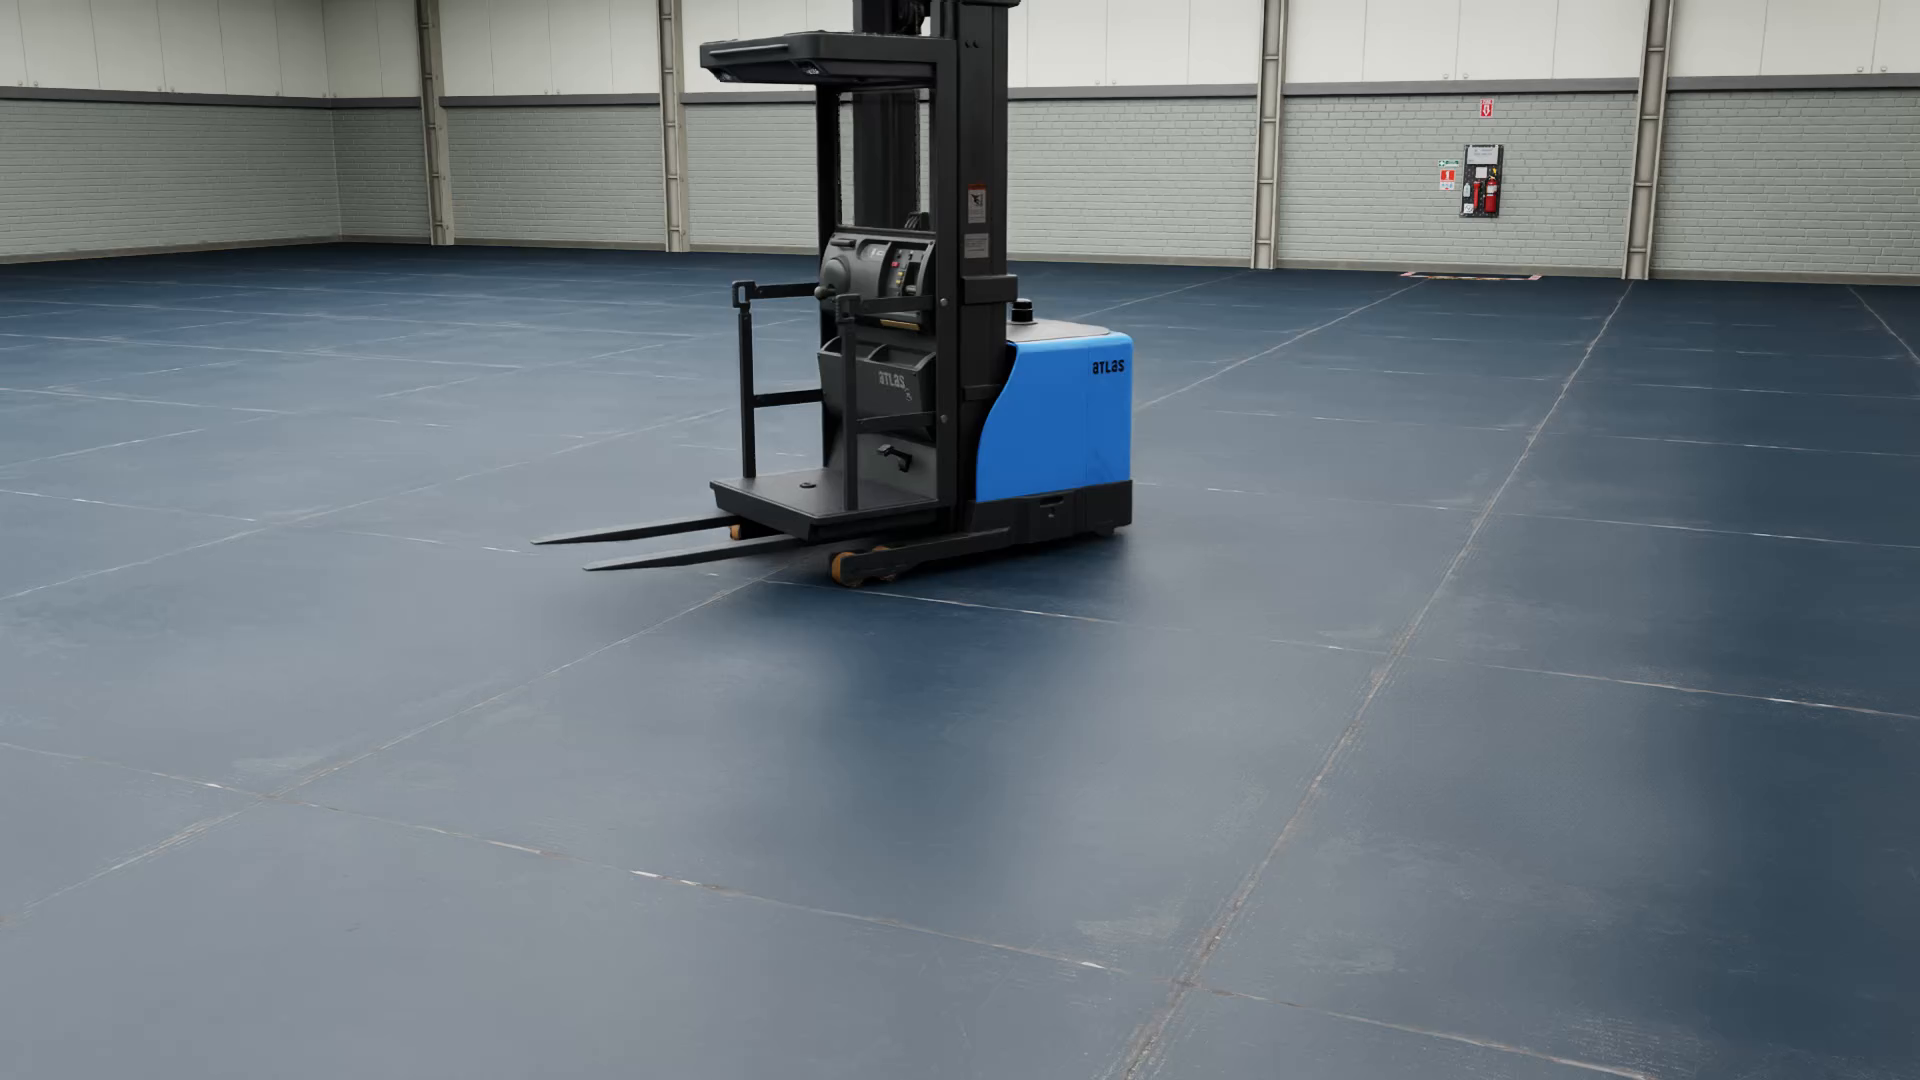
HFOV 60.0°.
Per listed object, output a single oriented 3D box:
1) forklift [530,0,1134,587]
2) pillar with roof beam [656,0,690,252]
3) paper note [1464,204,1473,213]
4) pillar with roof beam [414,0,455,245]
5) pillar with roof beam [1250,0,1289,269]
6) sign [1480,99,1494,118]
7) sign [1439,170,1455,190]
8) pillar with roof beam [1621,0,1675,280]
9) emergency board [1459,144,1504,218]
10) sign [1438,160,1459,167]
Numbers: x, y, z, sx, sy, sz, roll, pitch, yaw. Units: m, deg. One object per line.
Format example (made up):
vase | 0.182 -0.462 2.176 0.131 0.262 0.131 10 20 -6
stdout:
forklift | -0.581 -1.342 8.060 3.031 2.935 1.130 -9 16 -34
pillar with roof beam | -7.438 -9.314 28.748 0.400 9.000 9.100 6 14 23
paper note | 8.385 -5.465 27.408 0.142 0.148 0.016 6 14 23
pillar with roof beam | -12.924 -9.869 31.114 0.400 9.000 9.100 6 14 23
pillar with roof beam | 3.533 -8.203 24.016 0.400 9.000 9.100 6 14 23
sign | 8.552 -7.013 27.003 0.199 0.298 0.001 6 14 23
sign | 8.055 -5.953 27.482 0.234 0.329 0.001 6 14 23
pillar with roof beam | 9.019 -7.648 21.650 0.400 9.000 9.100 6 14 23
emergency board | 8.519 -5.863 27.176 0.643 1.169 0.194 6 14 23
sign | 8.056 -6.209 27.412 0.331 0.109 0.001 6 14 23
